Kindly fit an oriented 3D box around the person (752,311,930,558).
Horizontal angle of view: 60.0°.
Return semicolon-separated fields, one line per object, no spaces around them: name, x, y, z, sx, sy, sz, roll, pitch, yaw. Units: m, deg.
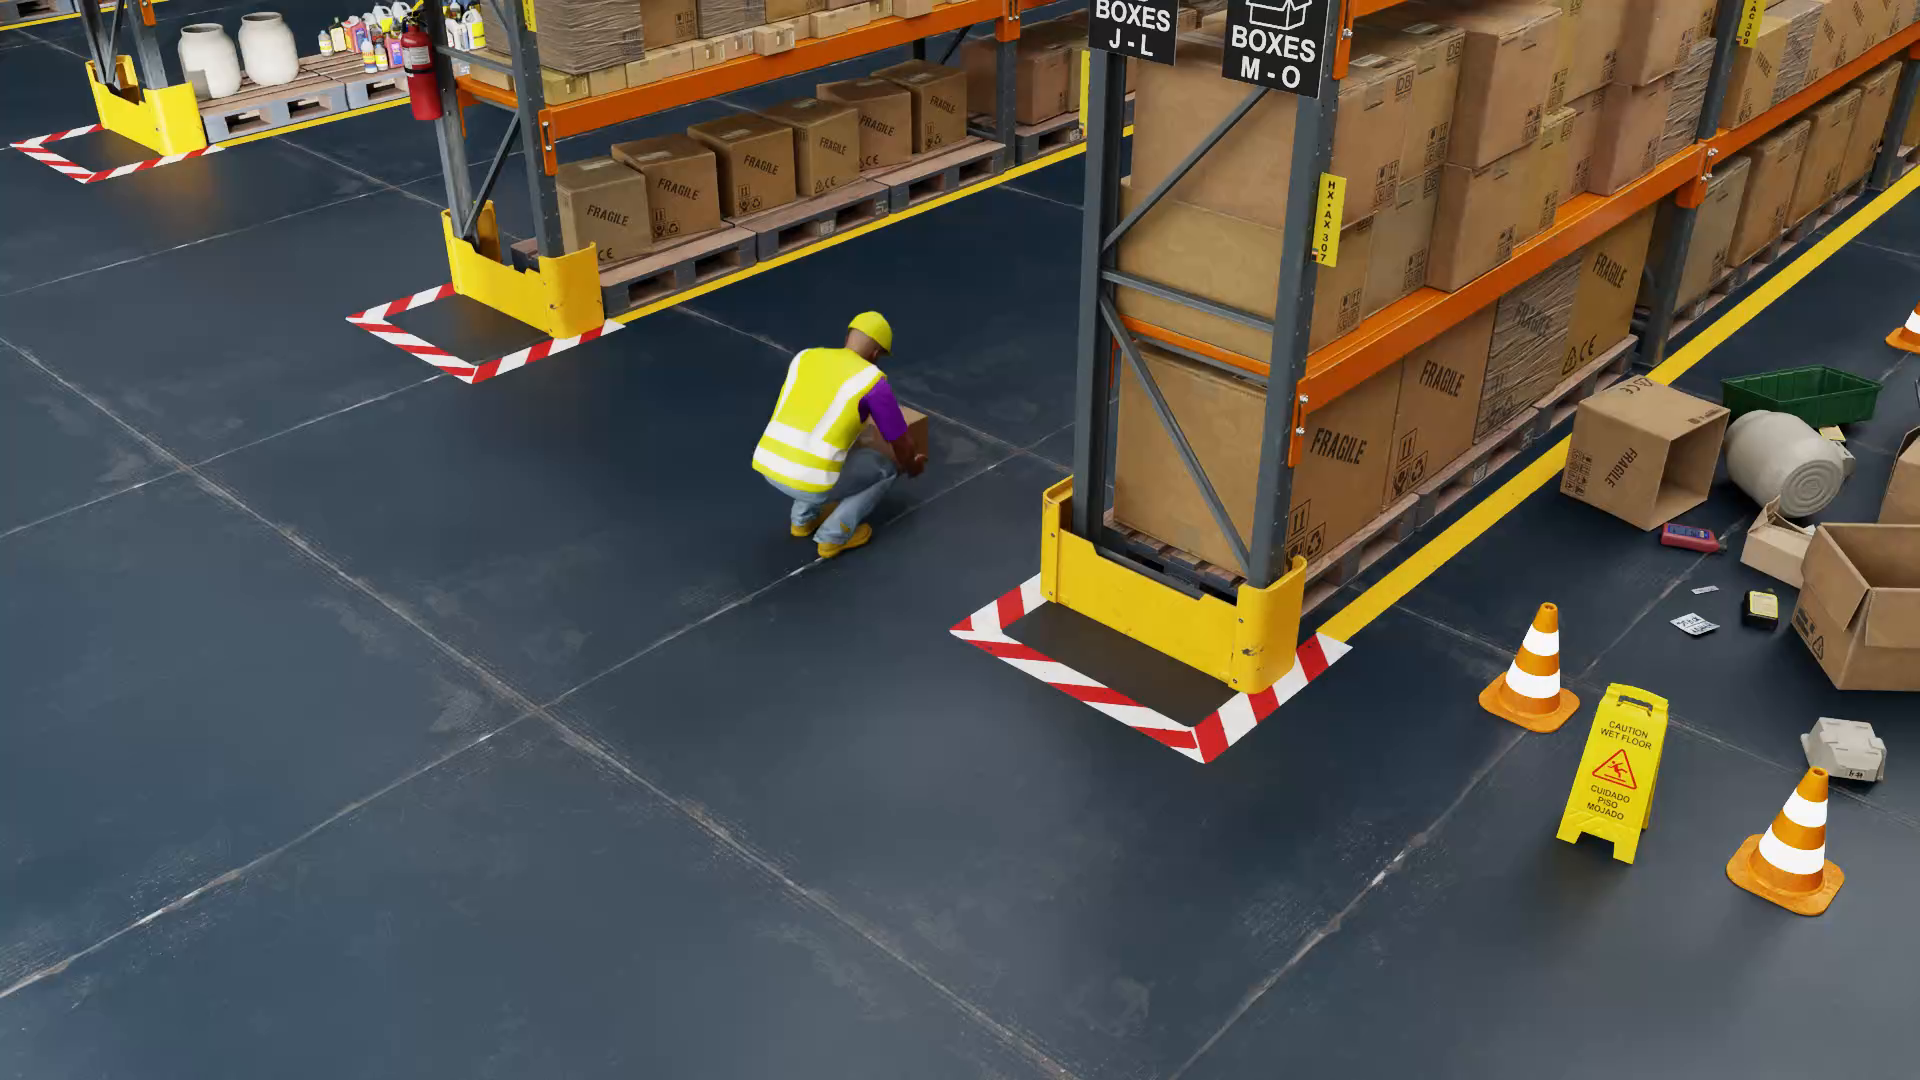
person;-0.570;-0.502;7.694;0.587;0.996;0.888;25;39;35
